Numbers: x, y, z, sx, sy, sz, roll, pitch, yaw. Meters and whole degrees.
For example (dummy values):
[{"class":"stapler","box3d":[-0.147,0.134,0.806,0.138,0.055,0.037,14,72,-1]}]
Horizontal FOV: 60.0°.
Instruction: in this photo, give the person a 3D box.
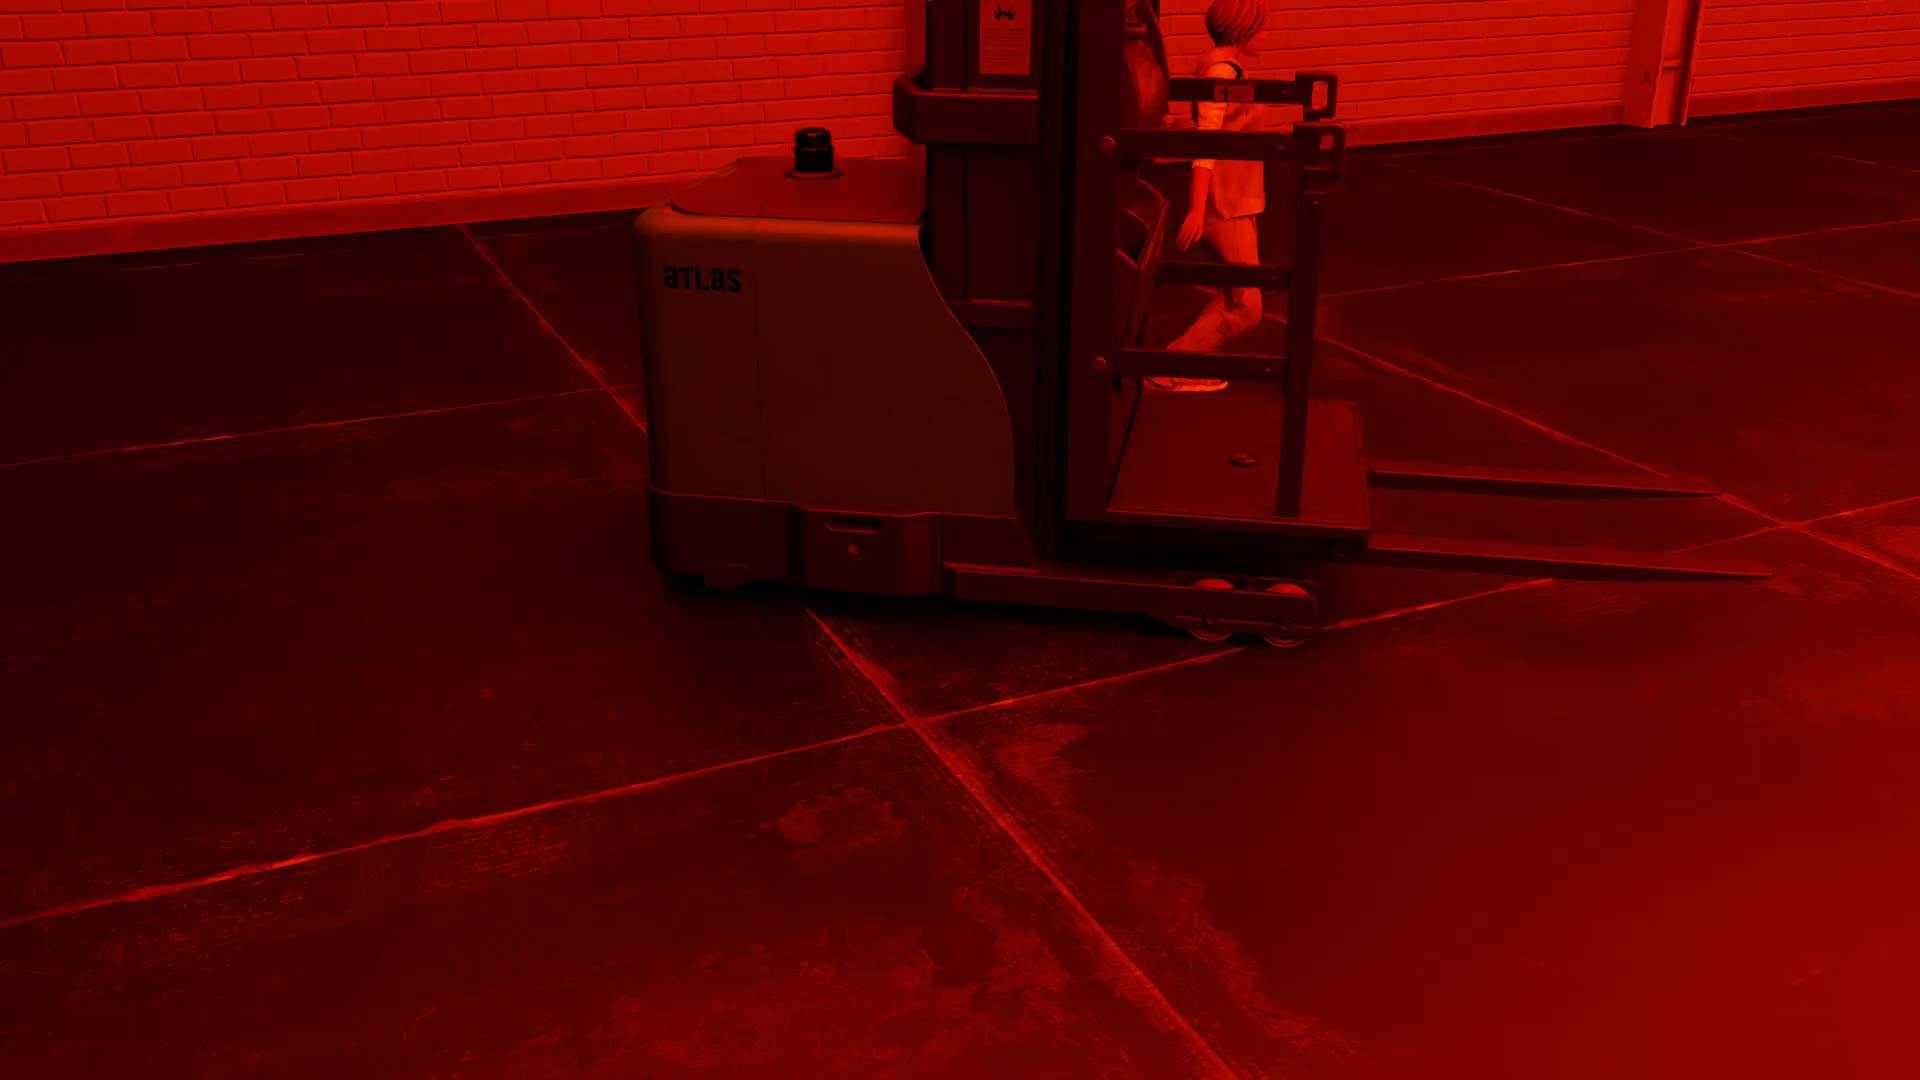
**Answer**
[{"class":"person","box3d":[0.894,-1.187,5.993,0.444,1.529,0.743,5,23,11]}]

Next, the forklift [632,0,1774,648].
[{"class":"forklift","box3d":[0.683,-1.290,4.391,3.031,2.935,1.130,4,23,10]}]
